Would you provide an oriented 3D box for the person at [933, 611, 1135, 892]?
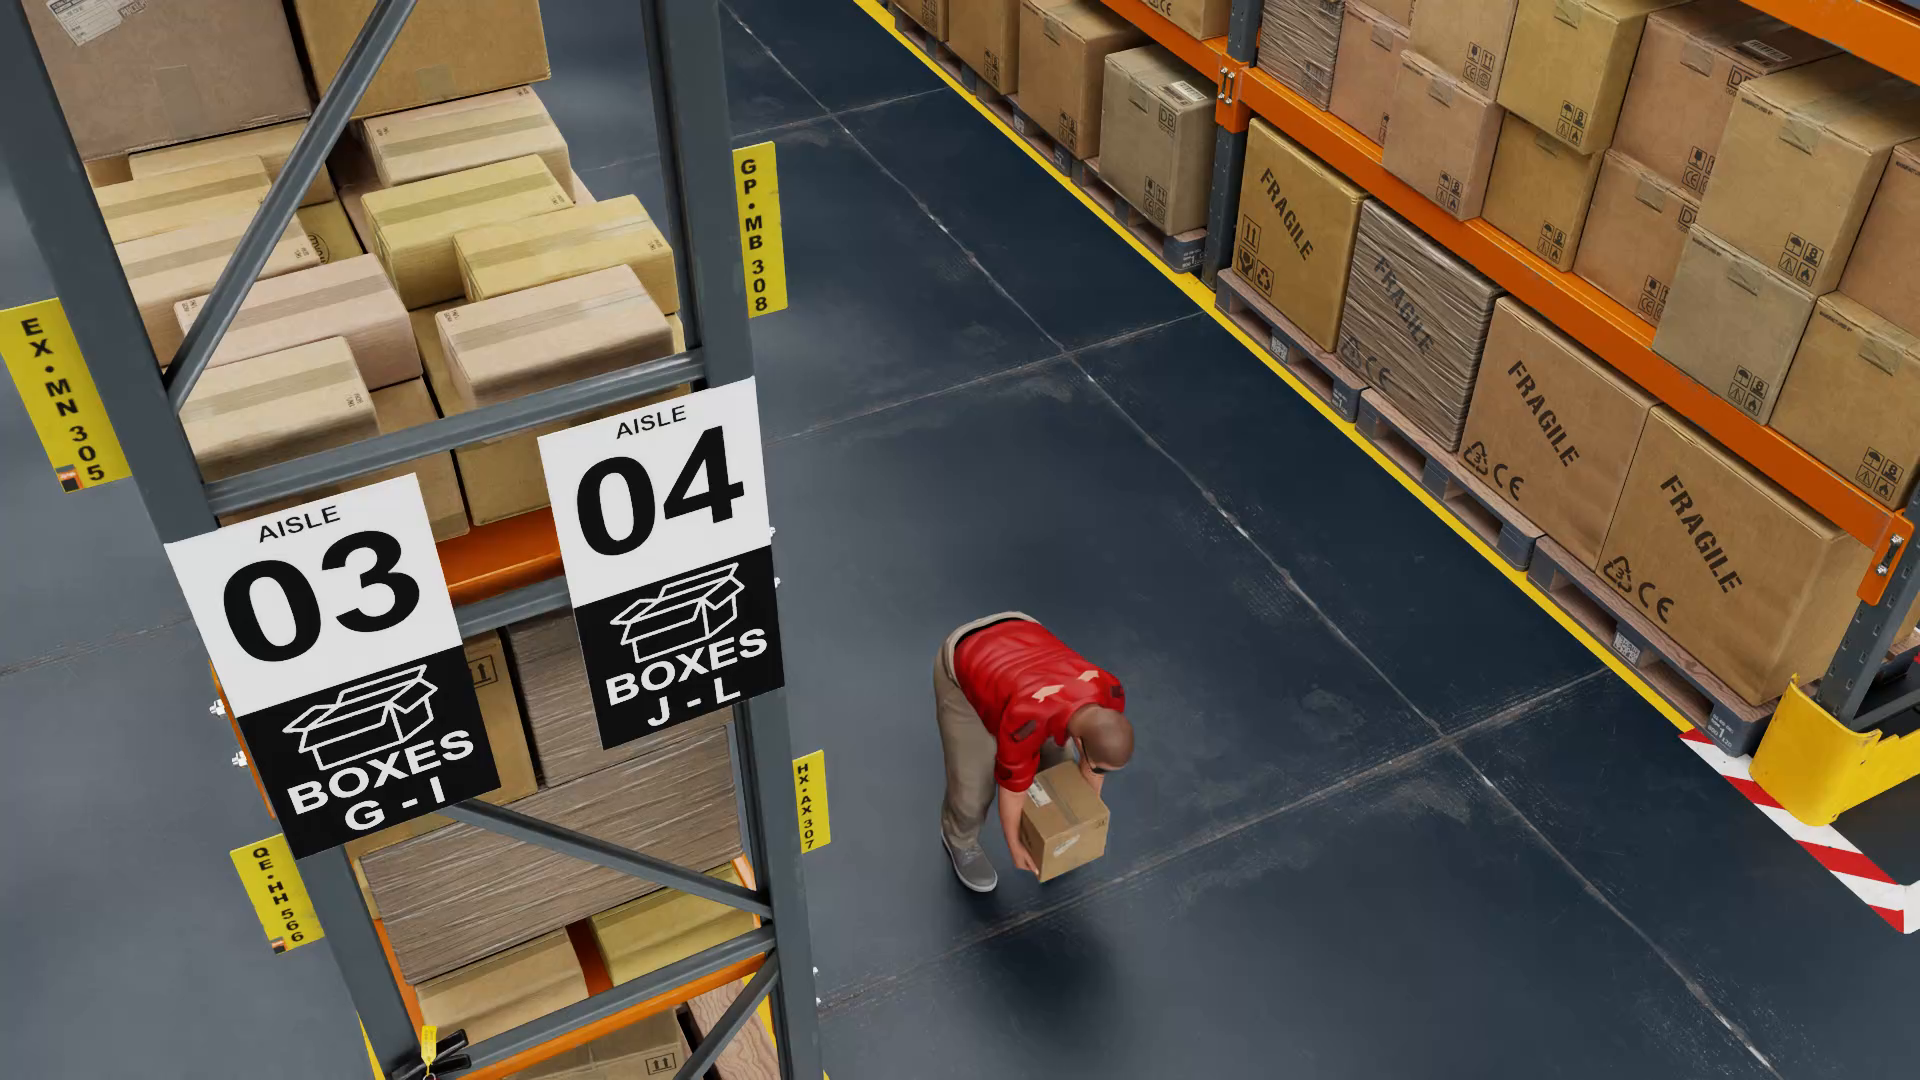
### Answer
[{"bbox_3d":[0.258,0.794,5.627,0.482,1.250,0.925,-20,45,-22],"label":"person"}]
